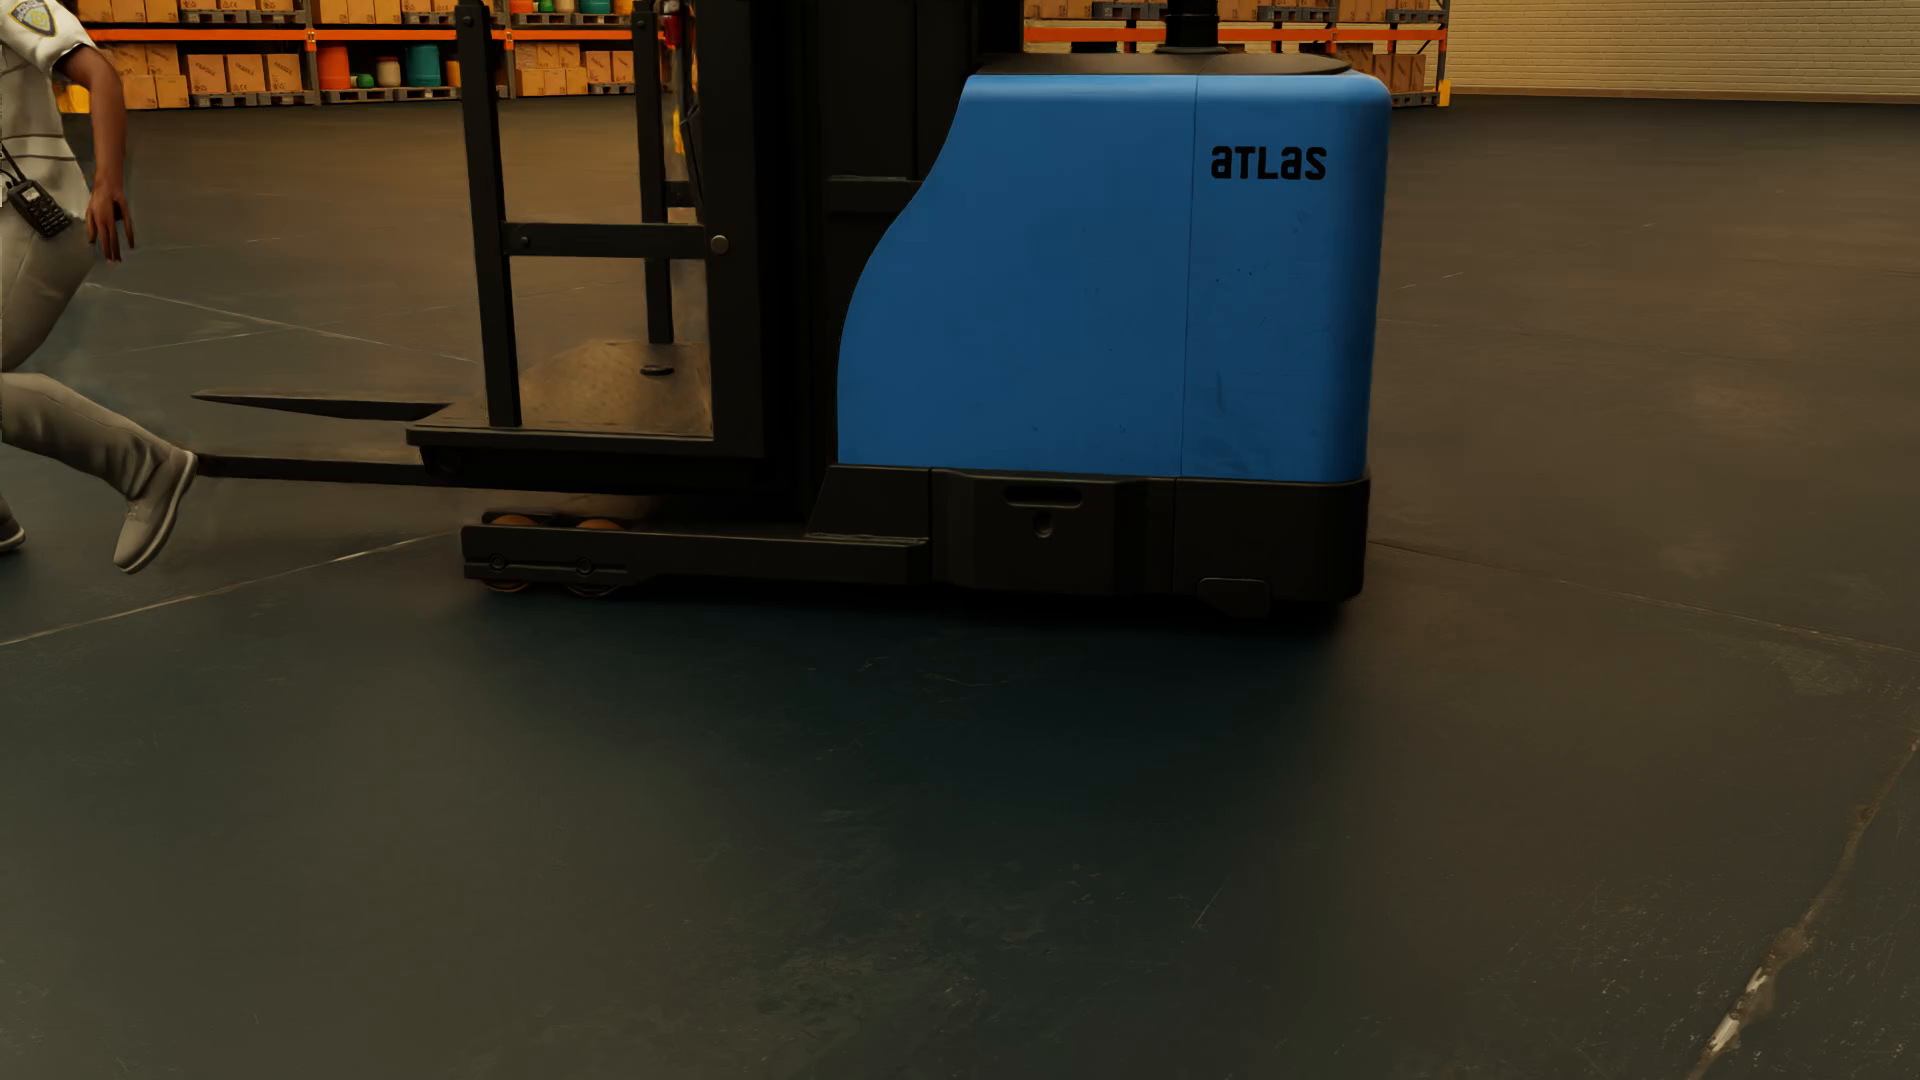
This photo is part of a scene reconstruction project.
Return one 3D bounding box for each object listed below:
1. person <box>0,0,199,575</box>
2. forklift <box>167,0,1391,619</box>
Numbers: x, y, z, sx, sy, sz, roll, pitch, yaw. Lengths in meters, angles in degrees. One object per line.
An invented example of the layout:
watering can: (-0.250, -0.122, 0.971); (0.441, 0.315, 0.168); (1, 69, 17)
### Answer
person: (-2.103, -0.646, 3.501); (0.955, 1.542, 0.489); (11, 20, 33)
forklift: (-0.613, -1.427, 3.596); (3.031, 2.935, 1.130); (3, 17, 9)
